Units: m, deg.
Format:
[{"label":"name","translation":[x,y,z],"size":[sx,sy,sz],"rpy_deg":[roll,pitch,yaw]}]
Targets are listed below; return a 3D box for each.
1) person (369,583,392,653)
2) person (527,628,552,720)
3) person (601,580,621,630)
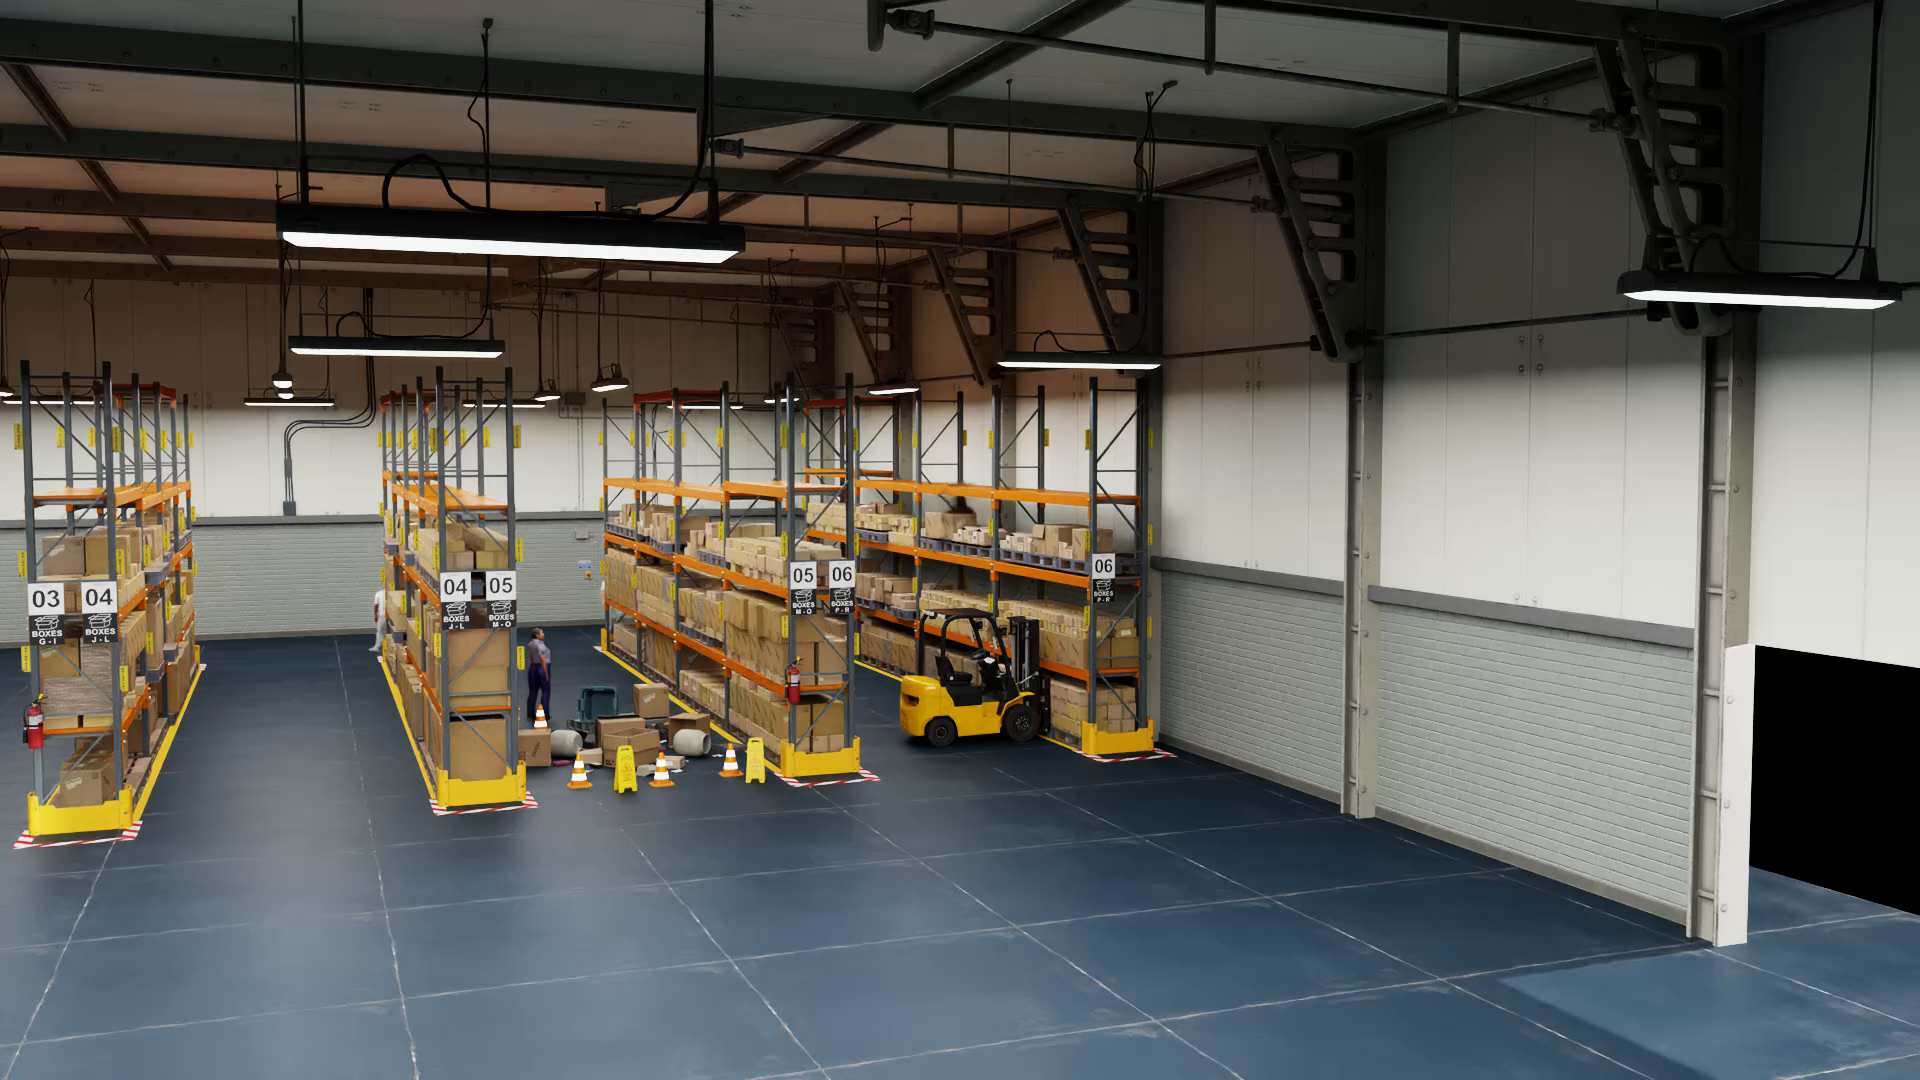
[{"label":"person","translation":[-13.491,1.775,39.195],"size":[0.708,1.717,1.055],"rpy_deg":[1,4,15]},{"label":"person","translation":[-7.528,2.389,29.781],"size":[0.490,1.656,0.372],"rpy_deg":[2,4,27]},{"label":"person","translation":[-9.002,1.618,43.034],"size":[0.583,1.716,0.517],"rpy_deg":[0,3,-8]}]
